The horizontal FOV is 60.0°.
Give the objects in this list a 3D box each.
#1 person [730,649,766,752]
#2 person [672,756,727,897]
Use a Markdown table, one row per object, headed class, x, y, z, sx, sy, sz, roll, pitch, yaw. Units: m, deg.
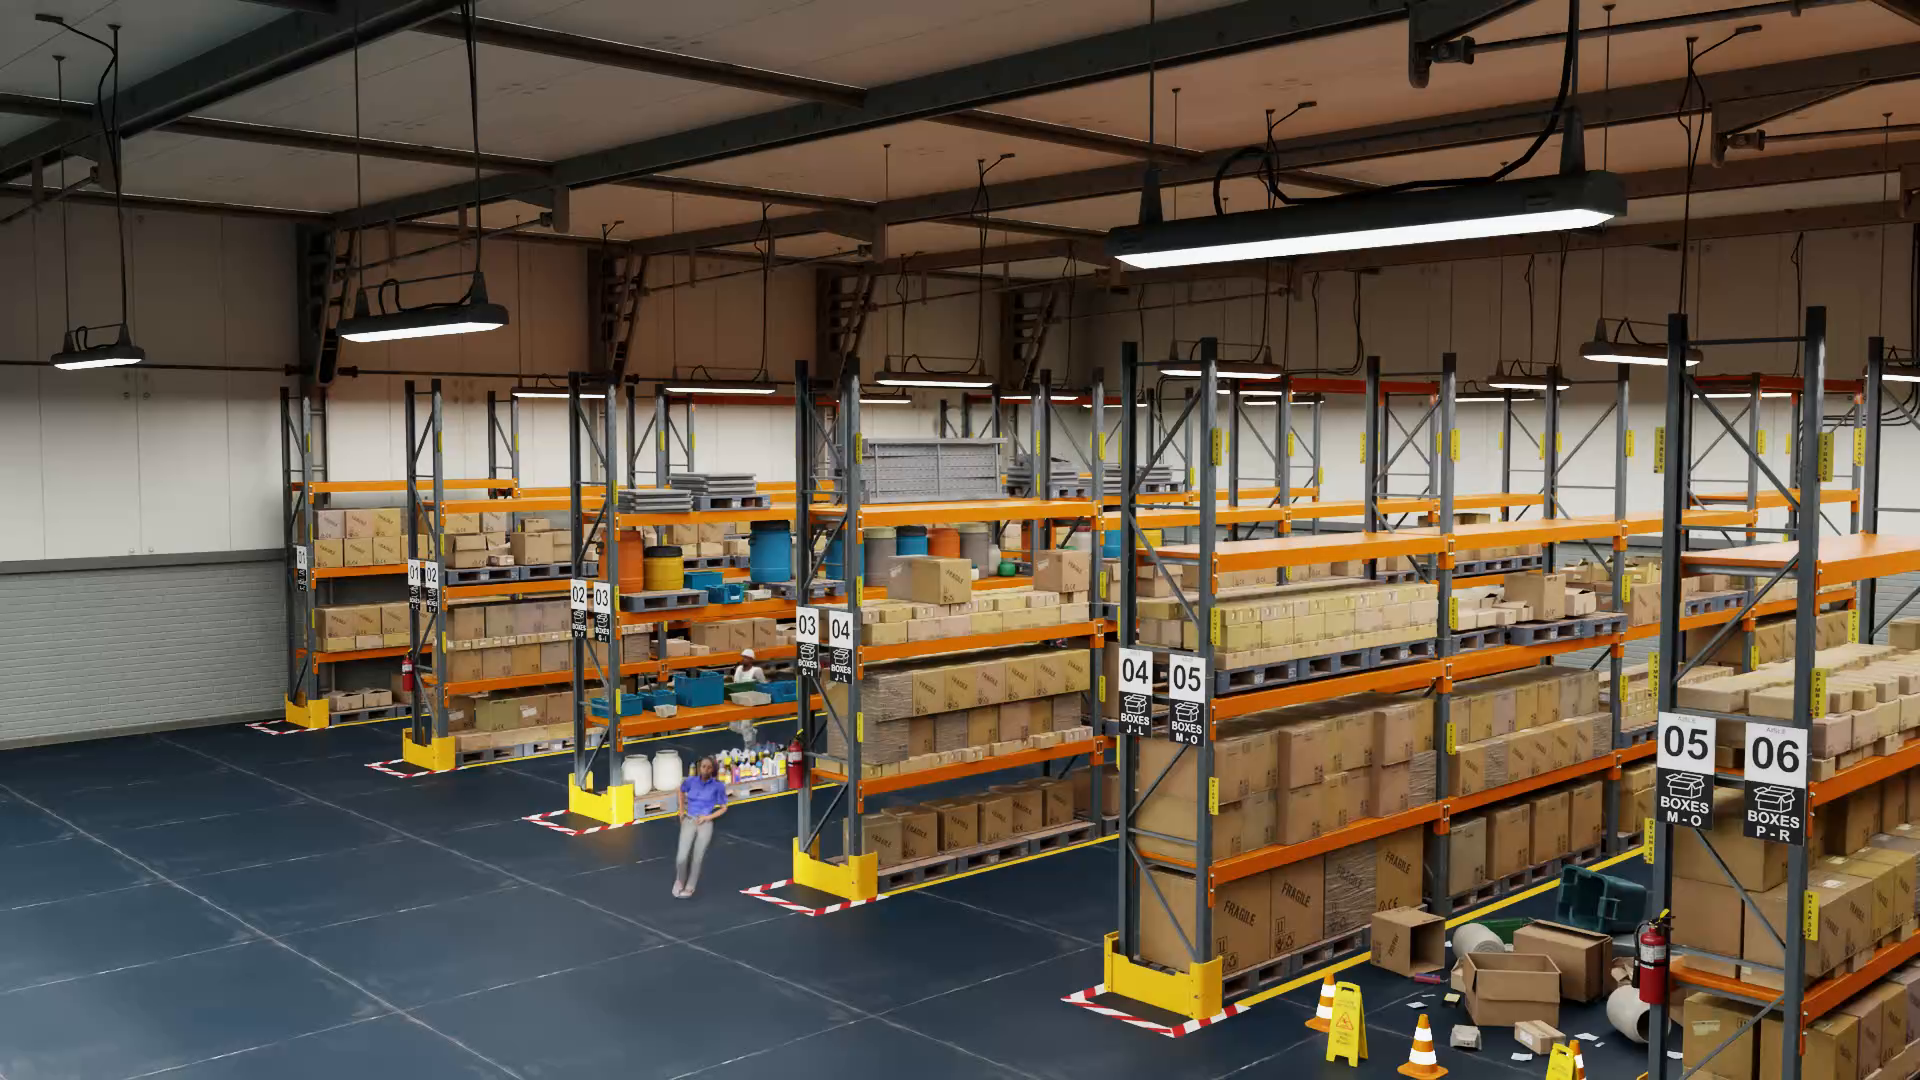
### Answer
| class | x | y | z | sx | sy | sz | roll | pitch | yaw |
| --- | --- | --- | --- | --- | --- | --- | --- | --- | --- |
| person | -3.395 | 2.604 | 26.553 | 0.686 | 1.733 | 0.599 | 3 | 5 | 37 |
| person | -2.892 | 3.181 | 18.415 | 0.638 | 1.601 | 0.569 | 0 | 4 | 0 |
